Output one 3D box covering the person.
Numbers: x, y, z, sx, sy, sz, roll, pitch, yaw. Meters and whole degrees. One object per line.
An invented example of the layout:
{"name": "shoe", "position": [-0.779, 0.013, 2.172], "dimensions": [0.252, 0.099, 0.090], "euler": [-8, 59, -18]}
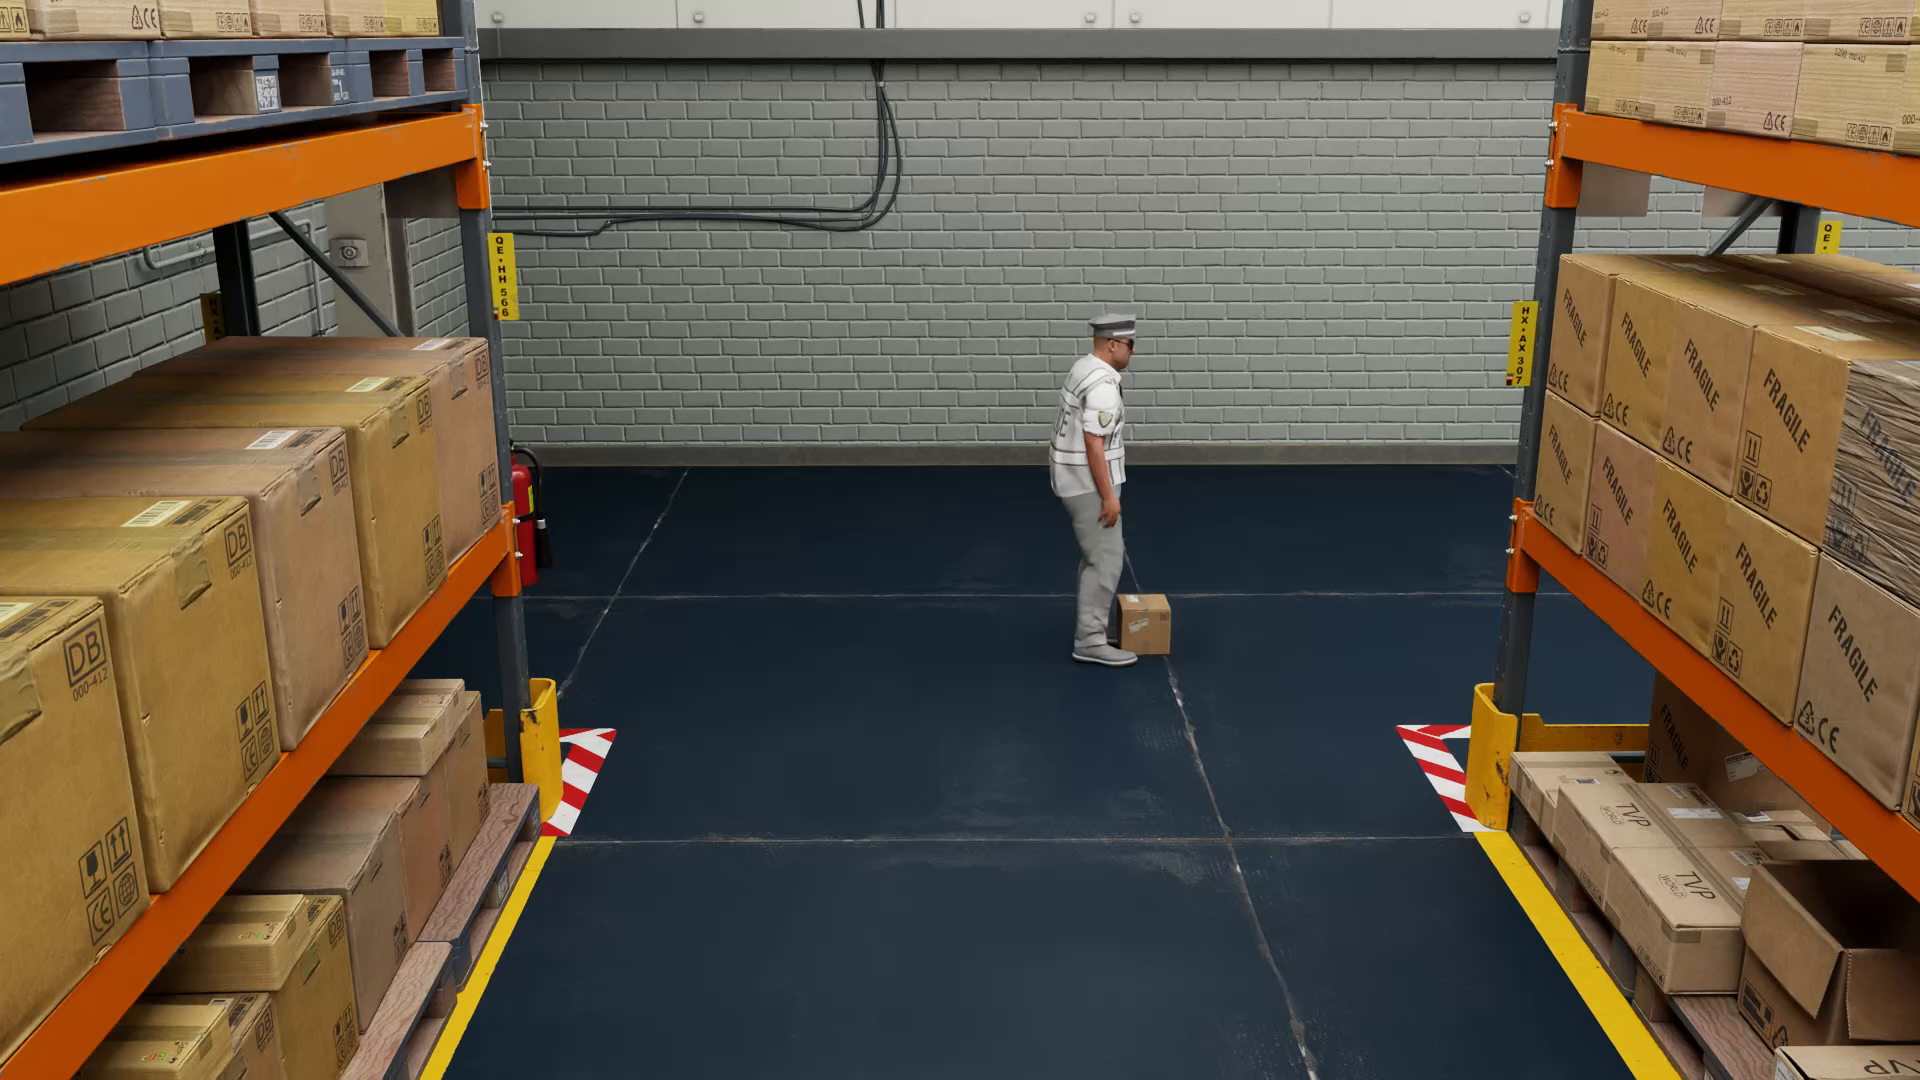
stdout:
{"name": "person", "position": [0.695, -0.273, 8.426], "dimensions": [0.478, 1.747, 0.585], "euler": [-1, 17, -3]}
